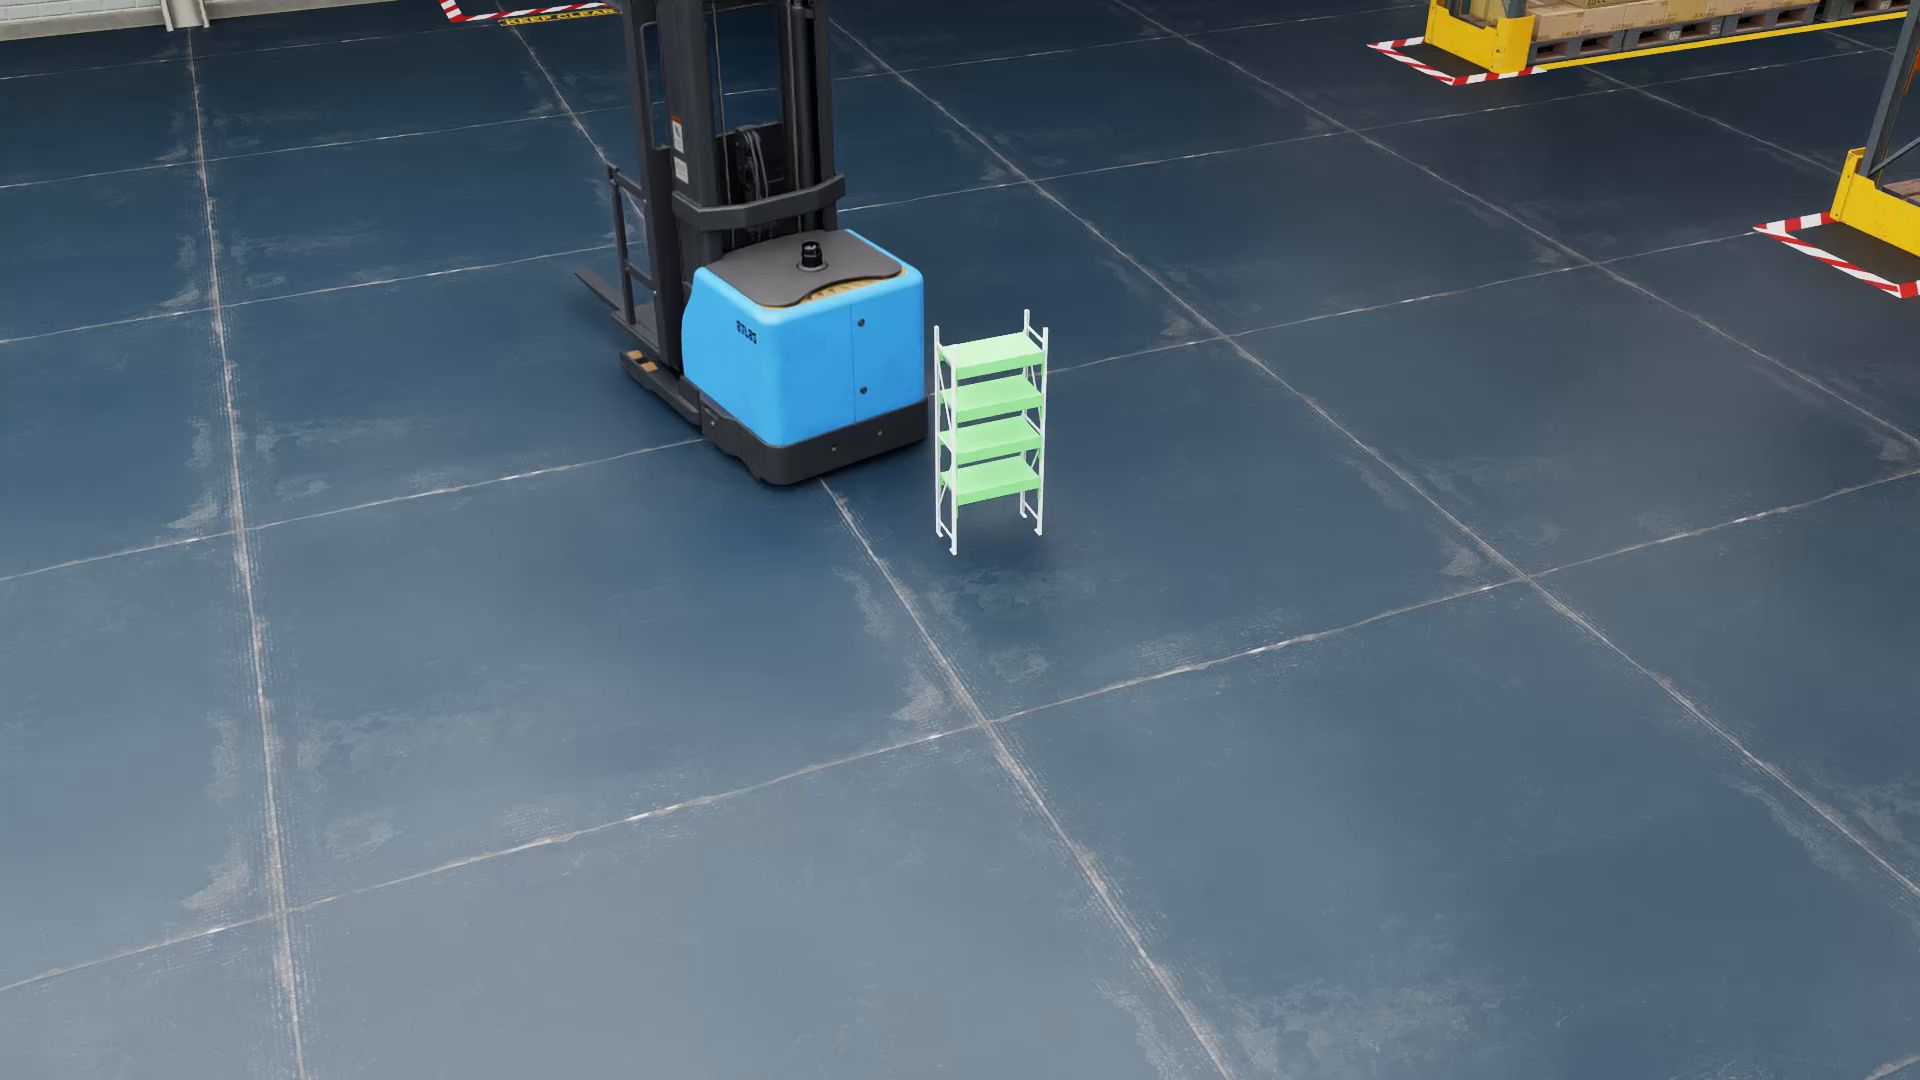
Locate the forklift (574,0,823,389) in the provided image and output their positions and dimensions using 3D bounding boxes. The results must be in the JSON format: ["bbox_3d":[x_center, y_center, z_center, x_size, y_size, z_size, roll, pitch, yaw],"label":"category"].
[{"bbox_3d":[-1.439,-2.286,9.575,1.121,2.935,3.031,-21,39,-29],"label":"forklift"}]

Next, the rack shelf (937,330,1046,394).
[{"bbox_3d":[0.153,-0.887,8.250,0.480,0.148,0.258,-13,35,-19],"label":"rack shelf"}]

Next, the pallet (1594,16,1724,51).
[{"bbox_3d":[6.735,-5.161,16.488,1.213,0.211,1.003,-13,35,-19],"label":"pallet"}]

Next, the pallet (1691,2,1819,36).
[{"bbox_3d":[7.862,-5.421,16.887,1.213,0.211,1.003,-13,35,-19],"label":"pallet"}]

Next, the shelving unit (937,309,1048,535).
[{"bbox_3d":[0.158,-0.539,8.478,0.492,1.200,0.258,-13,35,-19],"label":"shelving unit"}]

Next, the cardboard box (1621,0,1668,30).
[{"bbox_3d":[6.425,-5.129,16.019,0.500,0.250,0.500,-13,35,-19],"label":"cardboard box"}]

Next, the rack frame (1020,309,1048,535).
[{"bbox_3d":[0.378,-0.589,8.556,0.015,1.200,0.240,-13,35,-19],"label":"rack frame"}]

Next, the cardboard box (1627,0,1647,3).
[{"bbox_3d":[6.420,-5.449,15.823,0.500,0.500,0.500,-13,35,-19],"label":"cardboard box"}]

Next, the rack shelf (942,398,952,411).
[{"bbox_3d":[0.153,-0.709,8.365,0.442,0.029,0.199,-13,35,-19],"label":"rack shelf"}]

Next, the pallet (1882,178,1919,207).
[{"bbox_3d":[7.640,-2.440,12.306,1.213,0.211,1.003,-13,35,-19],"label":"pallet"}]

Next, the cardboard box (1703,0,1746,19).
[{"bbox_3d":[7.348,-5.338,16.340,0.500,0.250,0.500,-13,35,-19],"label":"cardboard box"}]

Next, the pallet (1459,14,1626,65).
[{"bbox_3d":[5.612,-4.905,16.095,1.213,0.211,1.003,-13,35,-19],"label":"pallet"}]

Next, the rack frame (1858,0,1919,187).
[{"bbox_3d":[6.837,-3.400,11.225,0.127,3.000,1.000,-13,35,-19],"label":"rack frame"}]

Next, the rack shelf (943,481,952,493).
[{"bbox_3d":[0.153,-0.307,8.627,0.442,0.029,0.199,-13,35,-19],"label":"rack shelf"}]

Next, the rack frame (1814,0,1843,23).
[{"bbox_3d":[8.611,-6.736,16.352,0.127,3.000,1.000,-13,35,-19],"label":"rack frame"}]

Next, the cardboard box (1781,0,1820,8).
[{"bbox_3d":[8.268,-5.552,16.668,0.500,0.250,0.500,-13,35,-19],"label":"cardboard box"}]

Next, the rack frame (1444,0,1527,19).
[{"bbox_3d":[4.923,-5.892,15.054,0.127,3.000,1.000,-13,35,-19],"label":"rack frame"}]

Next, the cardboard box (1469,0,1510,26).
[{"bbox_3d":[5.303,-5.177,16.092,0.500,0.250,0.500,-13,35,-19],"label":"cardboard box"}]

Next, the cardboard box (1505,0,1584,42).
[{"bbox_3d":[5.504,-4.916,15.692,0.500,0.250,0.500,-13,35,-19],"label":"cardboard box"}]

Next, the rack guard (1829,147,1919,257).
[{"bbox_3d":[6.889,-2.392,11.968,0.348,0.500,1.175,-13,35,-19],"label":"rack guard"}]

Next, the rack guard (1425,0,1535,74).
[{"bbox_3d":[4.901,-4.839,15.728,0.348,0.500,1.175,-13,35,-19],"label":"rack guard"}]

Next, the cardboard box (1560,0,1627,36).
[{"bbox_3d":[5.963,-5.024,15.857,0.500,0.250,0.500,-13,35,-19],"label":"cardboard box"}]

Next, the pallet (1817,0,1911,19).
[{"bbox_3d":[9.276,-5.743,17.382,1.213,0.211,1.003,-13,35,-19],"label":"pallet"}]

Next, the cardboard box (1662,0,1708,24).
[{"bbox_3d":[6.888,-5.232,16.177,0.500,0.250,0.500,-13,35,-19],"label":"cardboard box"}]
